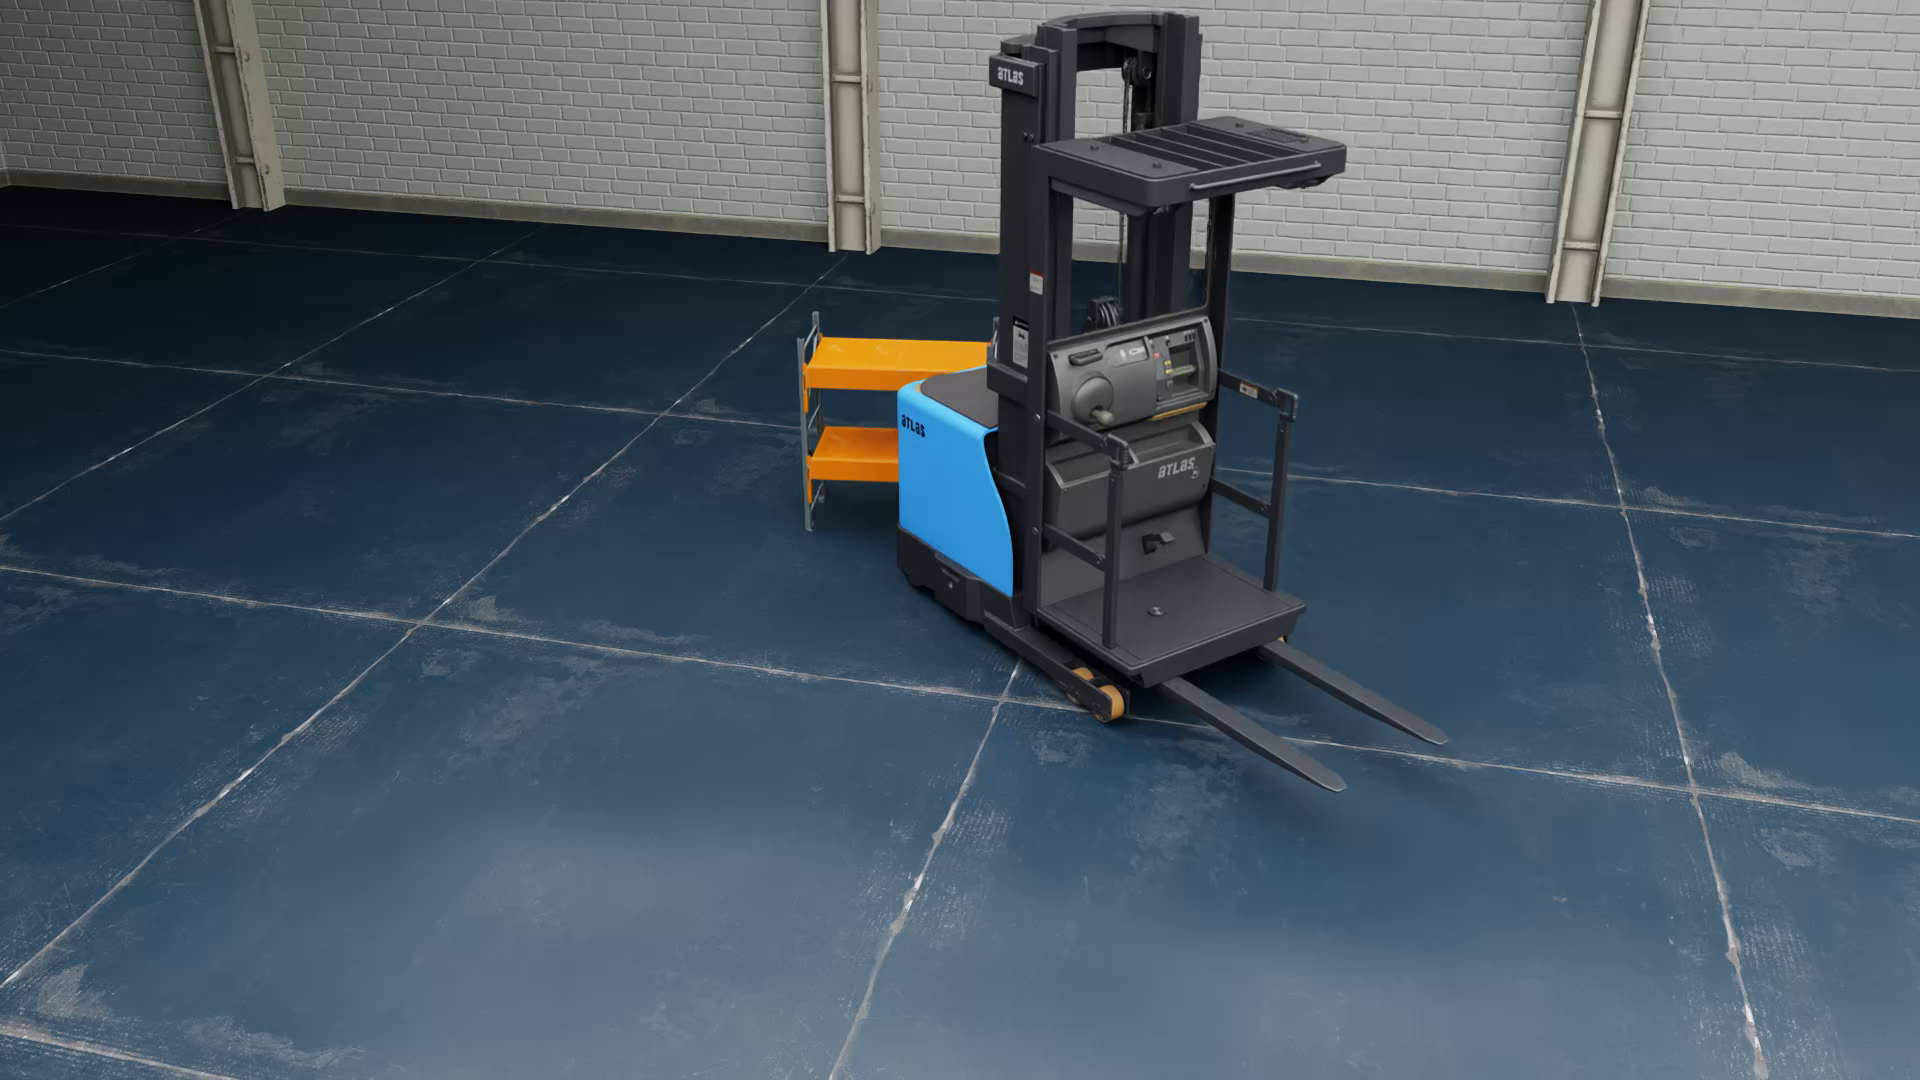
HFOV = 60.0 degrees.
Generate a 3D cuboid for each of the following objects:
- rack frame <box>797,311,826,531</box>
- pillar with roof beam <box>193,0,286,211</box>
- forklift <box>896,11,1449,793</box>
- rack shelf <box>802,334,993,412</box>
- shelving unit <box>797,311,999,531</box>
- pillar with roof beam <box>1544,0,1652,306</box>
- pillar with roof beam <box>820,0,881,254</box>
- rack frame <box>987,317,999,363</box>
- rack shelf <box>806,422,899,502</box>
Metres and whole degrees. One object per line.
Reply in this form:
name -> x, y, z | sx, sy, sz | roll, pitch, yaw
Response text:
rack frame -> -0.831, -0.667, 9.341 | 0.032, 1.125, 0.500 | 2, 26, 5
pillar with roof beam -> -7.806, -5.484, 10.300 | 0.400, 9.000, 9.100 | 6, 26, 13
forklift -> 0.917, -0.735, 7.384 | 1.130, 2.935, 3.031 | -17, 30, -31
rack shelf -> -0.325, -0.910, 9.172 | 1.000, 0.278, 0.538 | 2, 26, 5
shelving unit -> -0.325, -0.646, 9.298 | 1.048, 1.125, 0.538 | 2, 26, 5
pillar with roof beam -> 3.816, -4.199, 7.601 | 0.400, 9.000, 9.100 | 6, 26, 13
pillar with roof beam -> -1.995, -4.841, 8.950 | 0.400, 9.000, 9.100 | 6, 26, 13
rack frame -> 0.181, -0.625, 9.255 | 0.032, 1.125, 0.500 | 2, 26, 5
rack shelf -> -0.325, -0.425, 9.403 | 1.000, 0.278, 0.538 | 2, 26, 5
